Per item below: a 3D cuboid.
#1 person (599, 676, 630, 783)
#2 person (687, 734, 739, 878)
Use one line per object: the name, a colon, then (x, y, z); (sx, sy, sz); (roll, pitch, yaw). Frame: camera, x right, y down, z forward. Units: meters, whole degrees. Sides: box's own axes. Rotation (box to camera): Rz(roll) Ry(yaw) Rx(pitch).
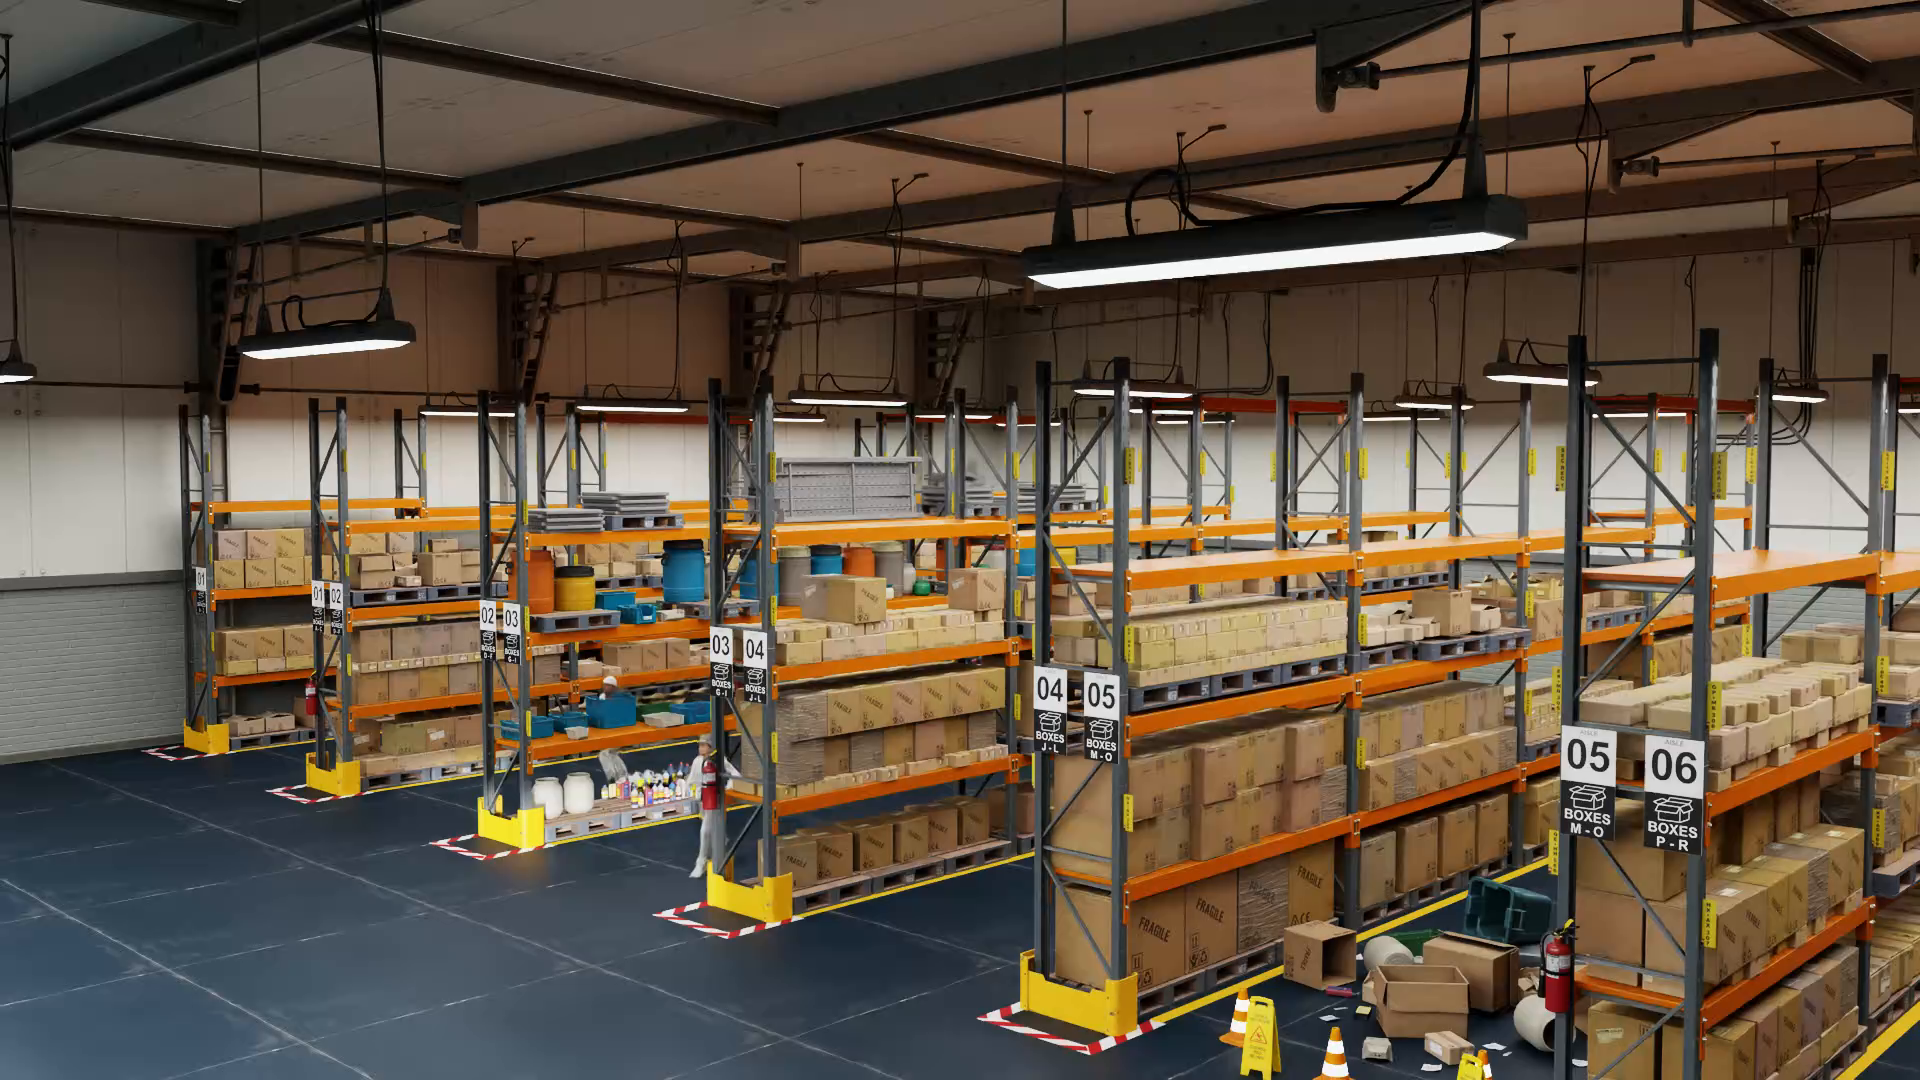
person: (-5.289, 2.963, 25.146); (0.659, 1.829, 0.759); (3, 4, 45)
person: (-3.063, 3.233, 20.578); (0.622, 1.717, 0.937); (2, 3, 30)
